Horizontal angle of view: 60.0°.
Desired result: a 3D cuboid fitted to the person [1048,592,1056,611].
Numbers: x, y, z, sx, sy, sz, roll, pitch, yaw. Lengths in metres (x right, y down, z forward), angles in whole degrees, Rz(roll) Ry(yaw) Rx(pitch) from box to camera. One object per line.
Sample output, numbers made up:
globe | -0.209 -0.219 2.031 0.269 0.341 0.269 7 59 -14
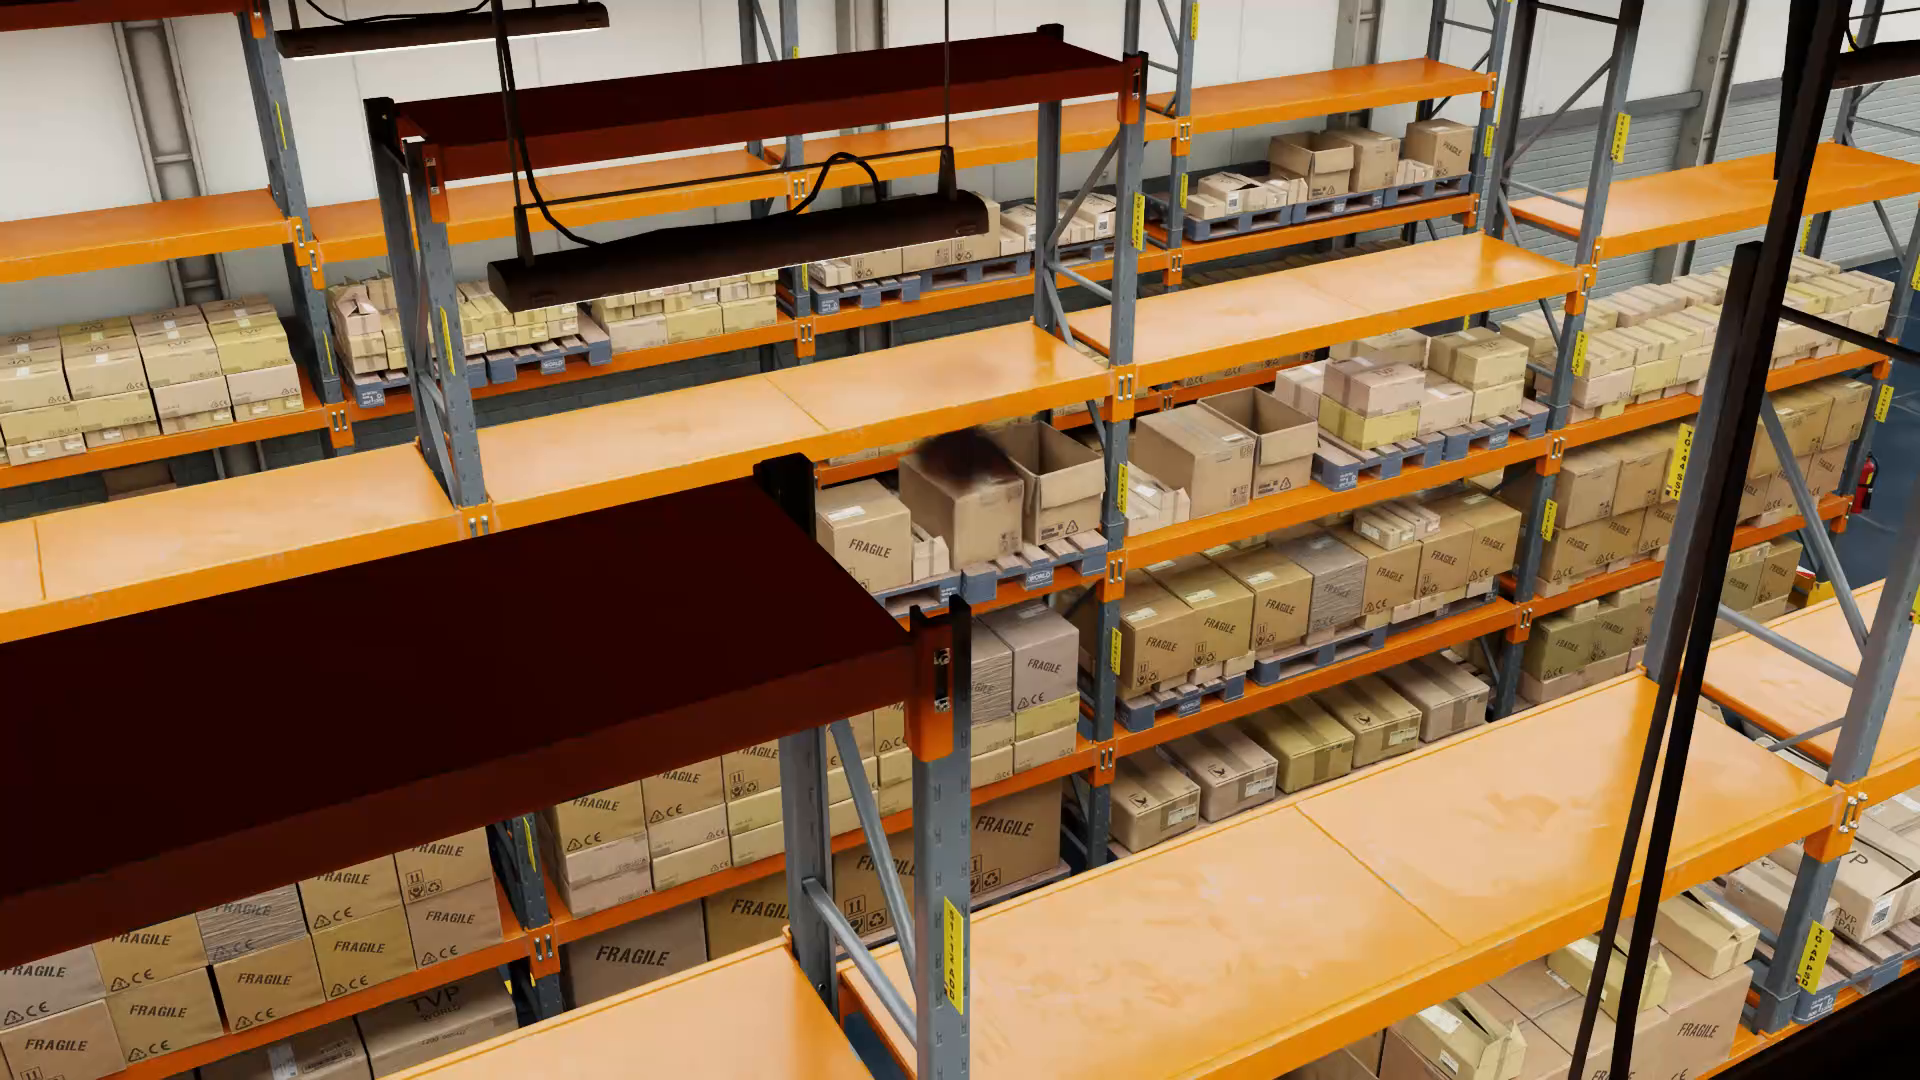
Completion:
person | 0.963 0.388 14.458 0.724 1.714 0.536 -18 33 -30
